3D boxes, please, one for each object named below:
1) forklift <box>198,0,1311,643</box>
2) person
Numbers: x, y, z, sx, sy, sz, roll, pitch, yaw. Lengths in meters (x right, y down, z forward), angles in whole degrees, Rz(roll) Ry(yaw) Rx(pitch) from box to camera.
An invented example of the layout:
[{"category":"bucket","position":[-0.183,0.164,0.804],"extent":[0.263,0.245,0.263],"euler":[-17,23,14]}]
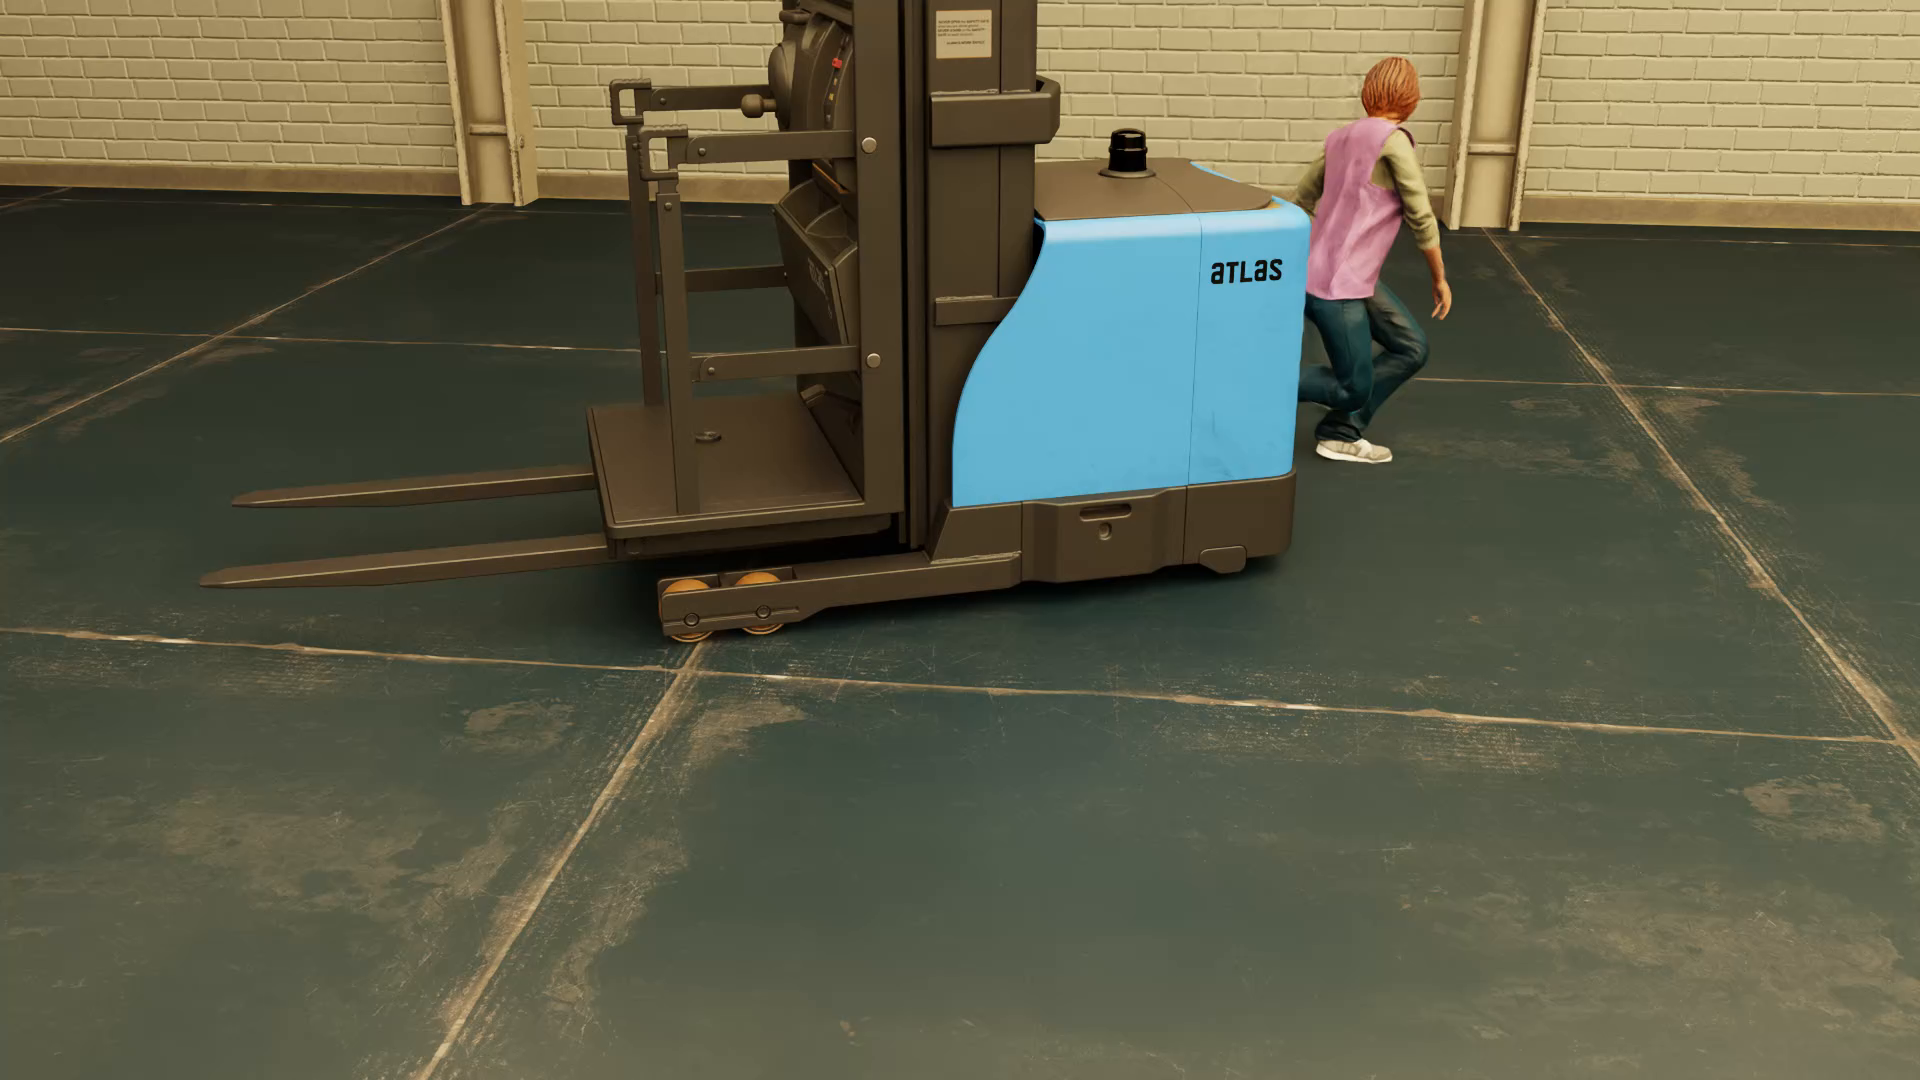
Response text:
[{"category":"forklift","position":[-0.588,-1.301,4.485],"extent":[3.031,2.935,1.130],"euler":[-6,23,-14]},{"category":"person","position":[1.293,-0.929,5.694],"extent":[0.730,1.375,0.543],"euler":[3,22,7]}]
